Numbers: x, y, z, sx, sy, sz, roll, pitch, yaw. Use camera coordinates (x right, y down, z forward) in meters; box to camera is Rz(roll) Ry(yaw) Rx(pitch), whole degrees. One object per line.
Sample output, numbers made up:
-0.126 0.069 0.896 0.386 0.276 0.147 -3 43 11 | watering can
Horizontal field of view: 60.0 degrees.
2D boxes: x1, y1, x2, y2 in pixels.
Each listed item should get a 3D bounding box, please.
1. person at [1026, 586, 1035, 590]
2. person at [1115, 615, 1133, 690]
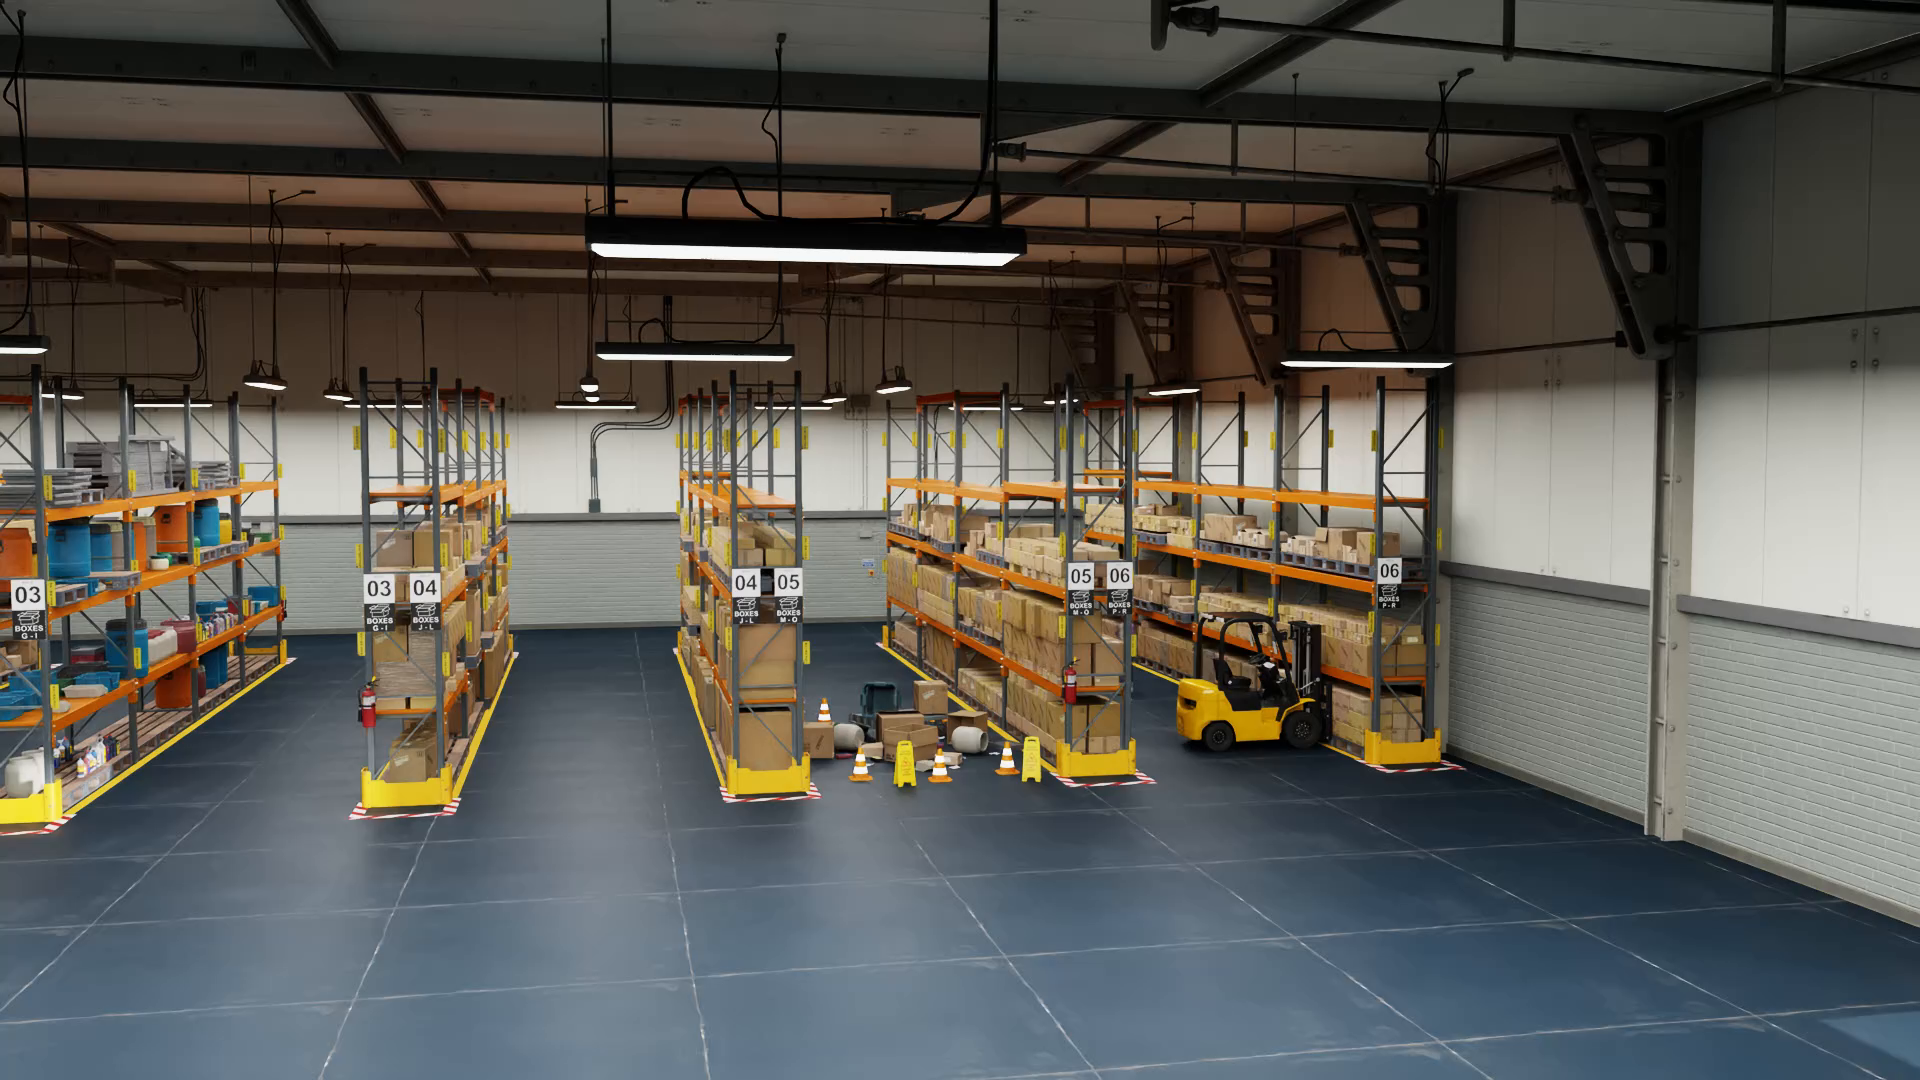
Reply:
1.850 1.495 44.282 1.070 1.746 0.523 -2 4 -28 | person
3.306 2.237 33.372 0.413 1.617 0.628 -2 4 -27 | person
